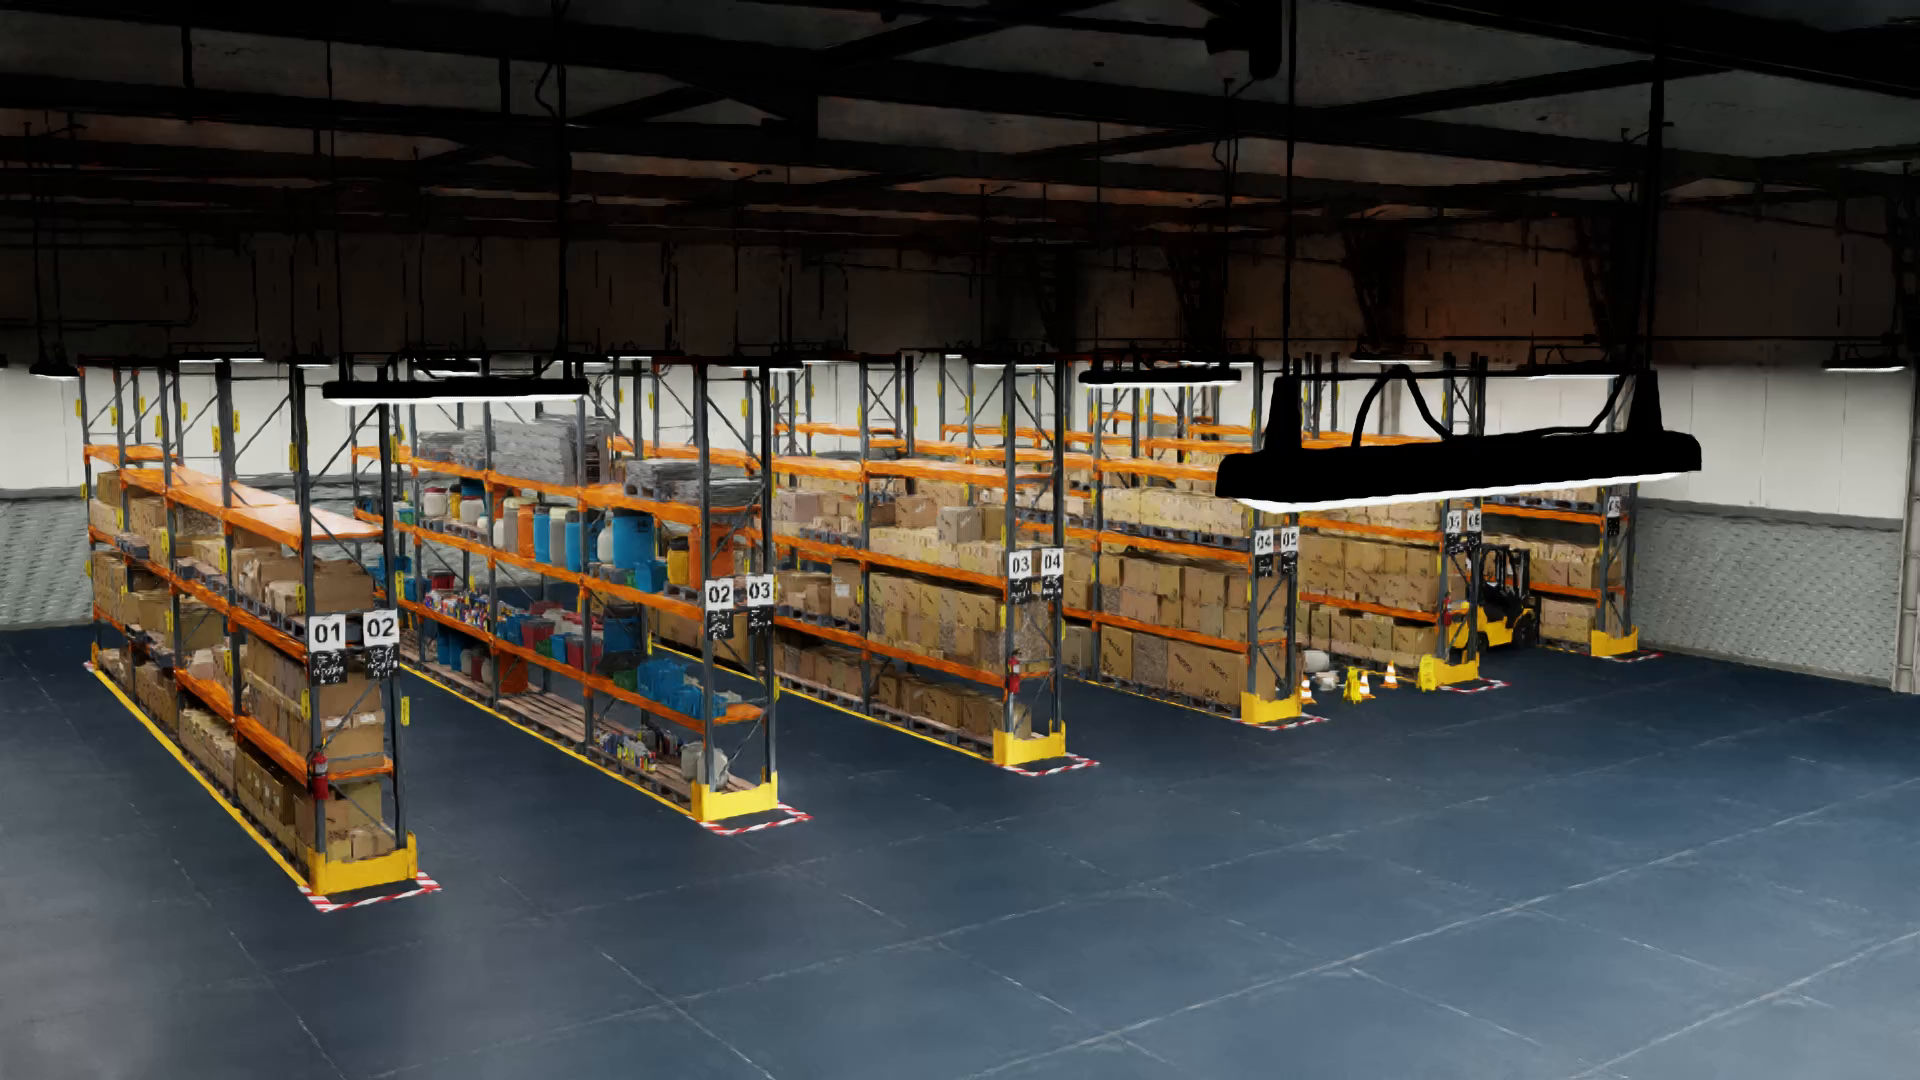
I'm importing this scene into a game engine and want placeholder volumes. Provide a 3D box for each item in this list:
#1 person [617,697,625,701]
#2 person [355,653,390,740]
[{"bbox_3d":[-5.618,2.042,28.733,0.444,1.604,1.016,-7,10,-43],"label":"person"},{"bbox_3d":[-9.387,2.356,26.256,0.497,1.583,1.090,-4,8,-32],"label":"person"}]
